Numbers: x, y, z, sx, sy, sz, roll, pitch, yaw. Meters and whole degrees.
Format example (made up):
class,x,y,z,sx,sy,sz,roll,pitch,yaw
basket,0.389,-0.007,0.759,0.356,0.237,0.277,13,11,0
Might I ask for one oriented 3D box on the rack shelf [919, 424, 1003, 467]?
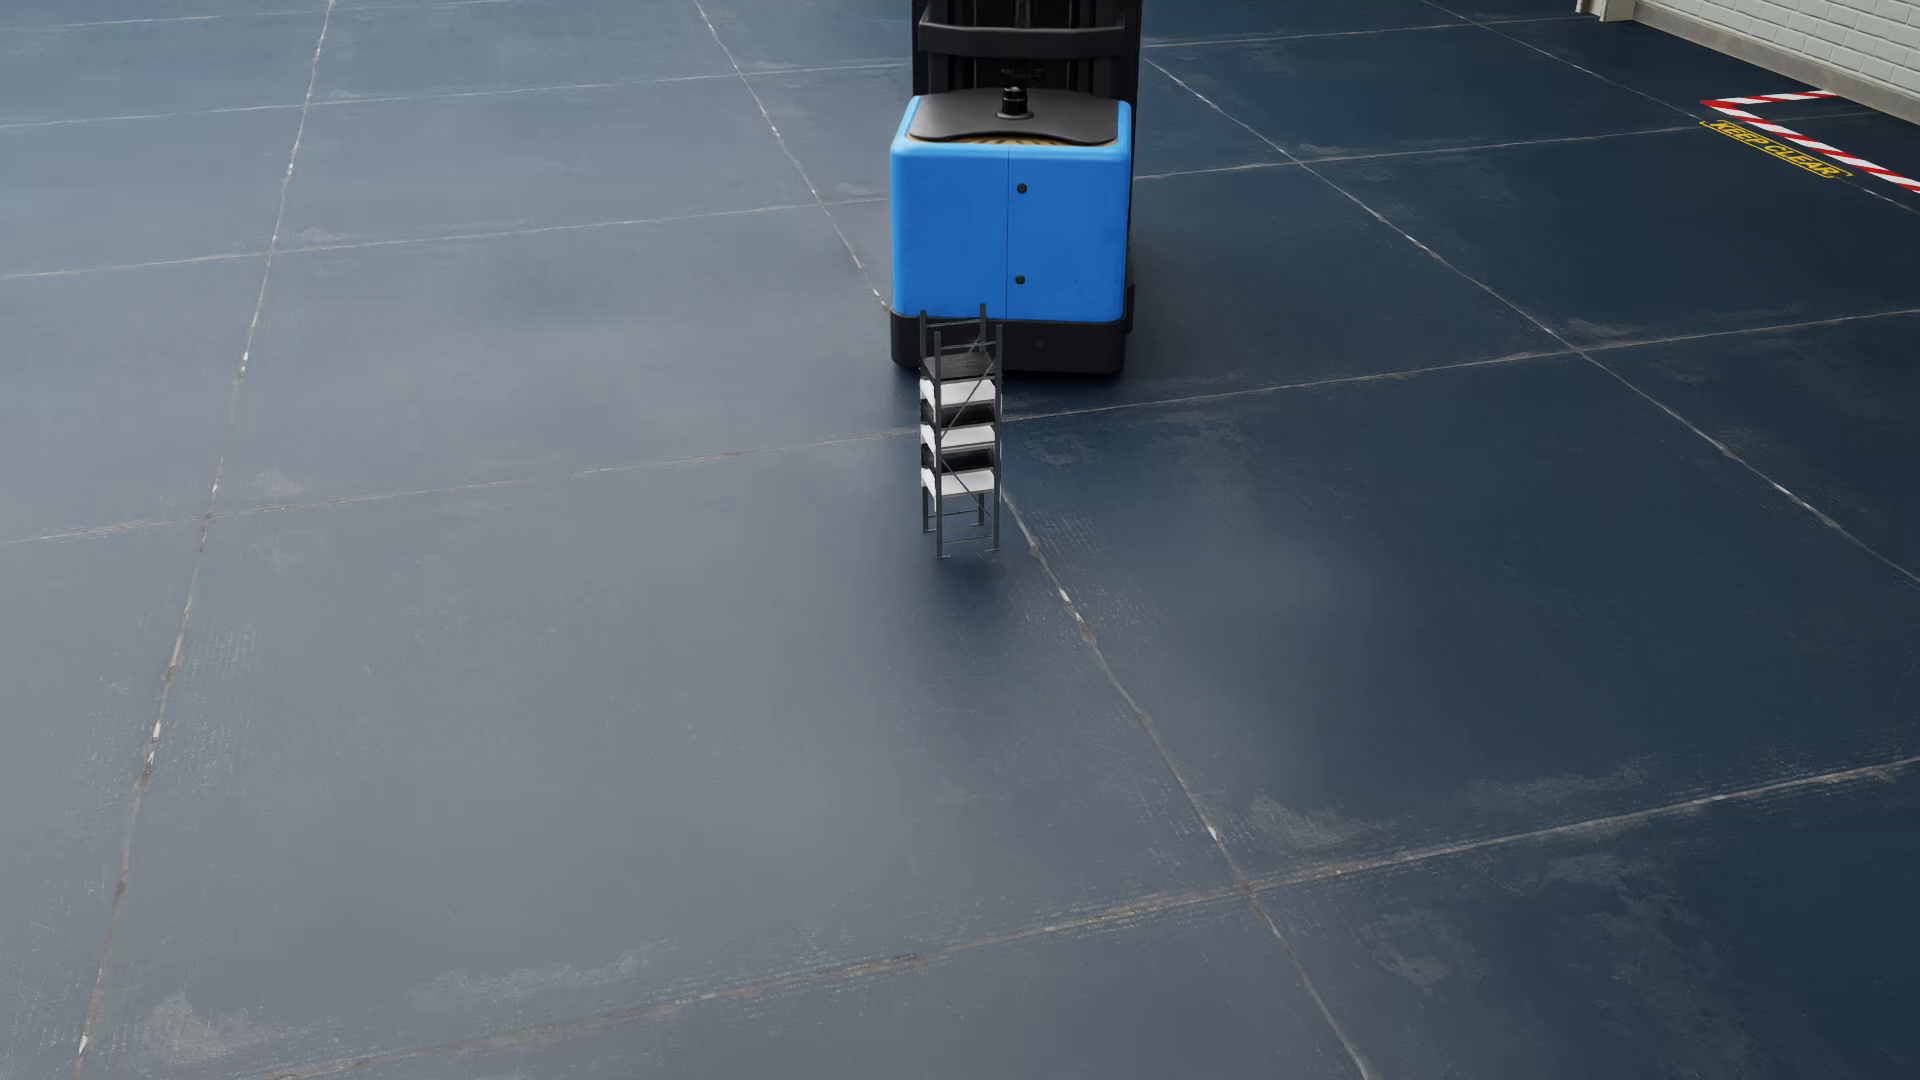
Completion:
class,x,y,z,sx,sy,sz,roll,pitch,yaw
rack shelf,0.002,-0.357,6.034,0.258,0.077,0.200,-8,31,-13

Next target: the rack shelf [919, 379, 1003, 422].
class,x,y,z,sx,sy,sz,roll,pitch,yaw
rack shelf,0.002,-0.512,5.944,0.258,0.077,0.200,-8,31,-13

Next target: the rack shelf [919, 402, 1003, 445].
class,x,y,z,sx,sy,sz,roll,pitch,yaw
rack shelf,0.002,-0.435,5.989,0.258,0.077,0.200,-8,31,-13

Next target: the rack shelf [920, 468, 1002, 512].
class,x,y,z,sx,sy,sz,roll,pitch,yaw
rack shelf,0.002,-0.201,6.125,0.258,0.077,0.200,-8,31,-13

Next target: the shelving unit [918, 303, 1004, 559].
class,x,y,z,sx,sy,sz,roll,pitch,yaw
shelving unit,0.002,-0.386,6.018,0.258,0.900,0.210,-8,31,-13

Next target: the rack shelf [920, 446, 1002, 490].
class,x,y,z,sx,sy,sz,roll,pitch,yaw
rack shelf,0.002,-0.279,6.080,0.258,0.077,0.200,-8,31,-13

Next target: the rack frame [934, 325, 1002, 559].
class,x,y,z,sx,sy,sz,roll,pitch,yaw
rack frame,0.029,-0.336,5.933,0.240,0.900,0.006,-8,31,-13

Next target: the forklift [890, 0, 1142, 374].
class,x,y,z,sx,sy,sz,roll,pitch,yaw
forklift,0.337,-2.718,8.021,1.130,2.935,3.031,3,30,4

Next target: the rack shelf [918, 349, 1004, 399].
class,x,y,z,sx,sy,sz,roll,pitch,yaw
rack shelf,0.002,-0.590,5.899,0.258,0.077,0.200,-8,31,-13

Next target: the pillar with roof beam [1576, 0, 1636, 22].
class,x,y,z,sx,sy,sz,roll,pitch,yaw
pillar with roof beam,1.183,-7.660,10.501,9.100,9.000,0.400,-8,31,-13

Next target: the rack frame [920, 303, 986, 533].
class,x,y,z,sx,sy,sz,roll,pitch,yaw
rack frame,-0.025,-0.435,6.103,0.240,0.900,0.006,-8,31,-13
